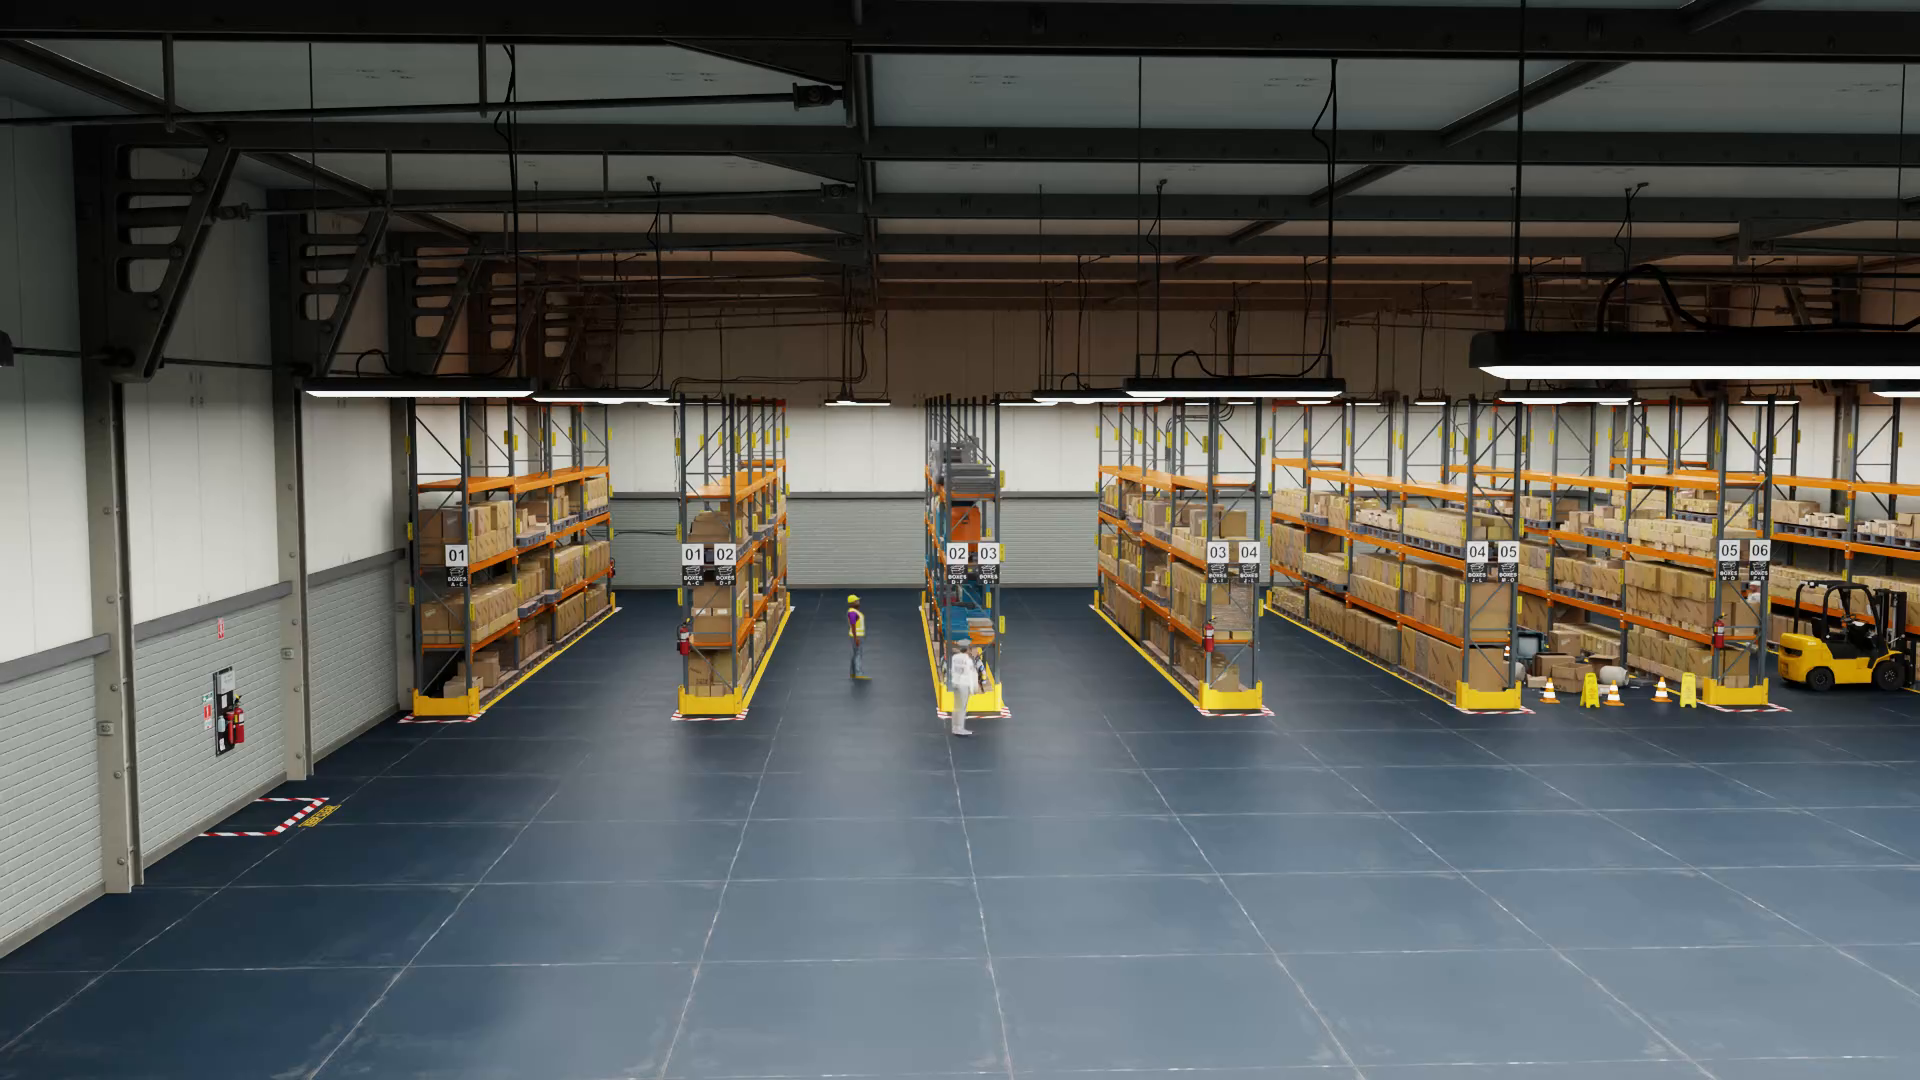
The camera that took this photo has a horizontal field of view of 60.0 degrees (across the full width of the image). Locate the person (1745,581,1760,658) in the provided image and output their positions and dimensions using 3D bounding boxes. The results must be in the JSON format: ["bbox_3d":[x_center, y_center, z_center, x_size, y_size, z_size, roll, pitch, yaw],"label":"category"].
[{"bbox_3d":[18.149,1.805,38.216,0.509,1.790,0.597,3,5,30],"label":"person"}]

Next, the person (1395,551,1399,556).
[{"bbox_3d":[12.917,1.021,48.959,0.492,1.681,0.384,-1,5,-7],"label":"person"}]

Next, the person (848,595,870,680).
[{"bbox_3d":[-2.148,2.055,35.198,0.461,1.779,0.637,-1,5,-7],"label":"person"}]

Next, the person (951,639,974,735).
[{"bbox_3d":[0.042,2.577,29.188,0.336,1.694,0.522,-3,6,-38],"label":"person"}]
